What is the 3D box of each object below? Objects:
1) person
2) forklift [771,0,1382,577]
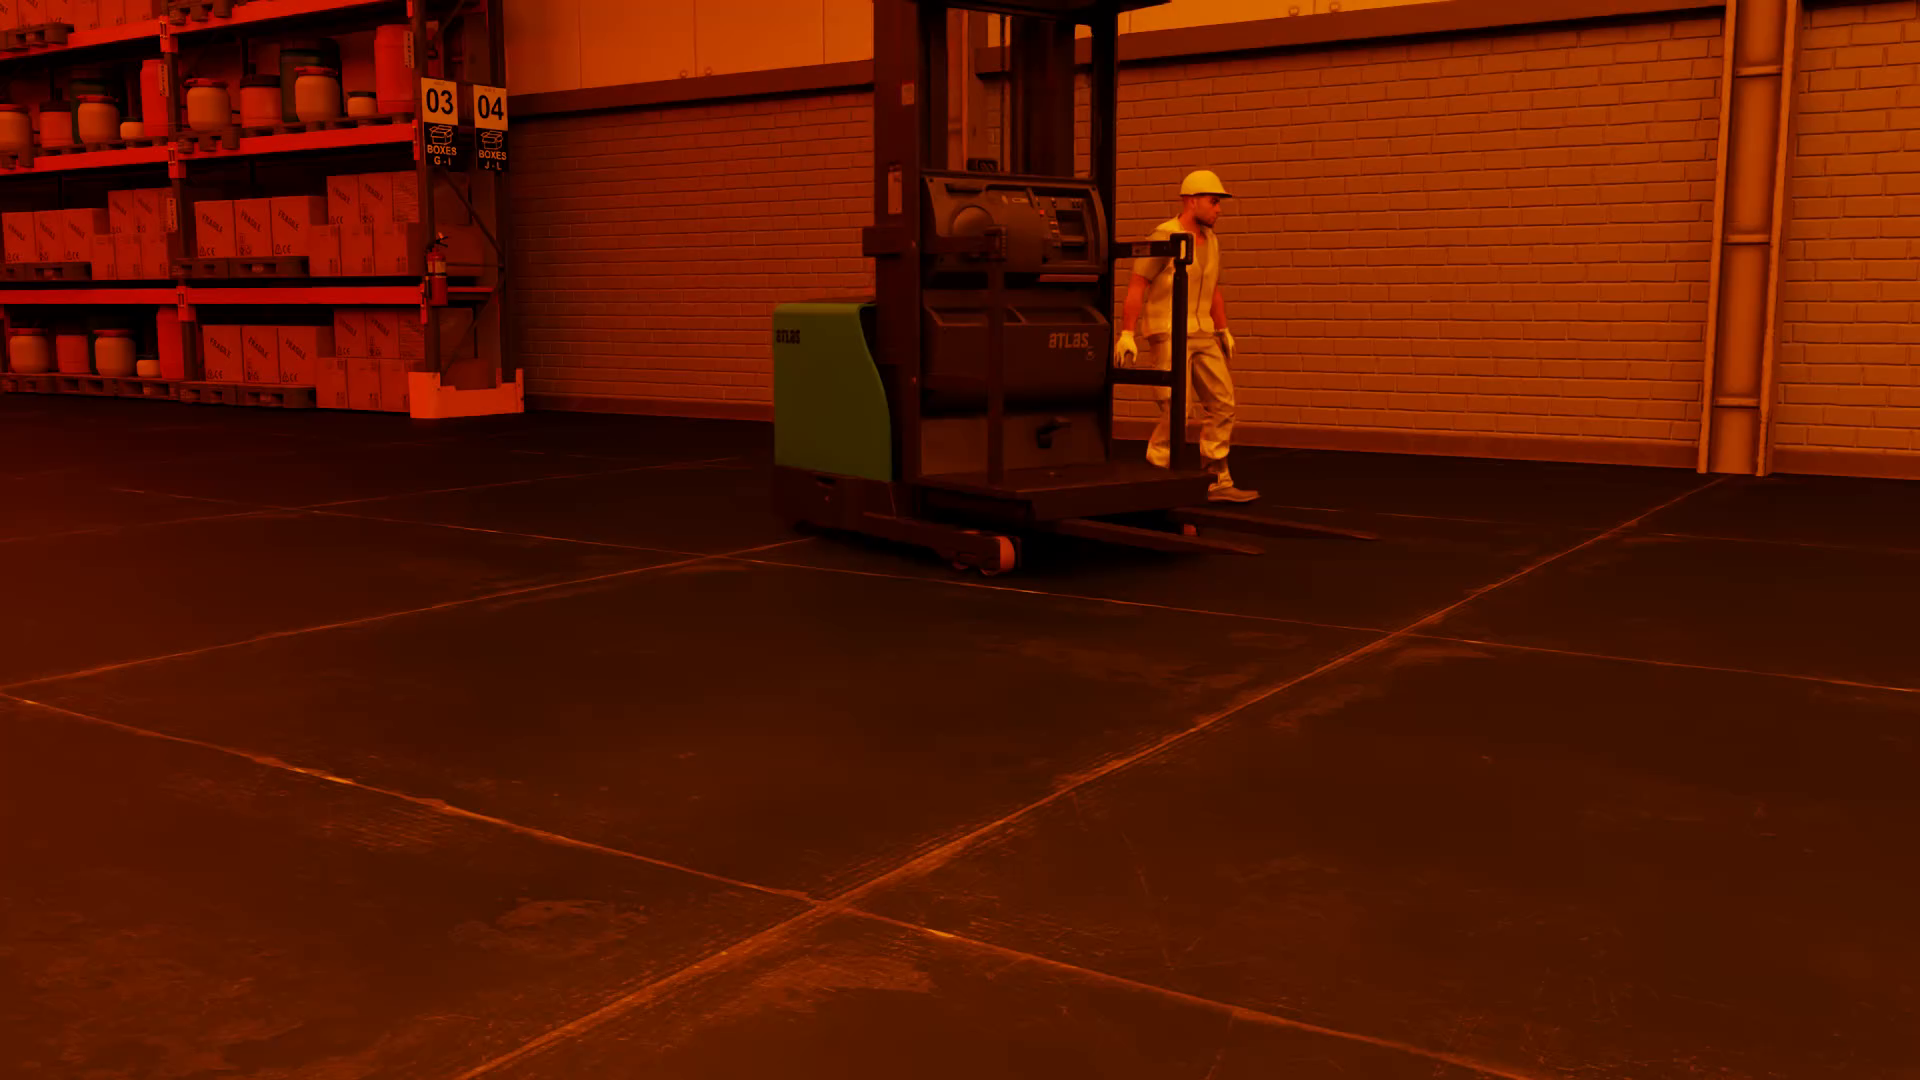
[{"bbox_3d":[1.208,-1.042,8.720,0.852,1.750,0.433,-7,11,-41],"label":"person"},{"bbox_3d":[0.377,-1.383,6.915,1.130,2.935,3.031,-6,10,-36],"label":"forklift"}]
